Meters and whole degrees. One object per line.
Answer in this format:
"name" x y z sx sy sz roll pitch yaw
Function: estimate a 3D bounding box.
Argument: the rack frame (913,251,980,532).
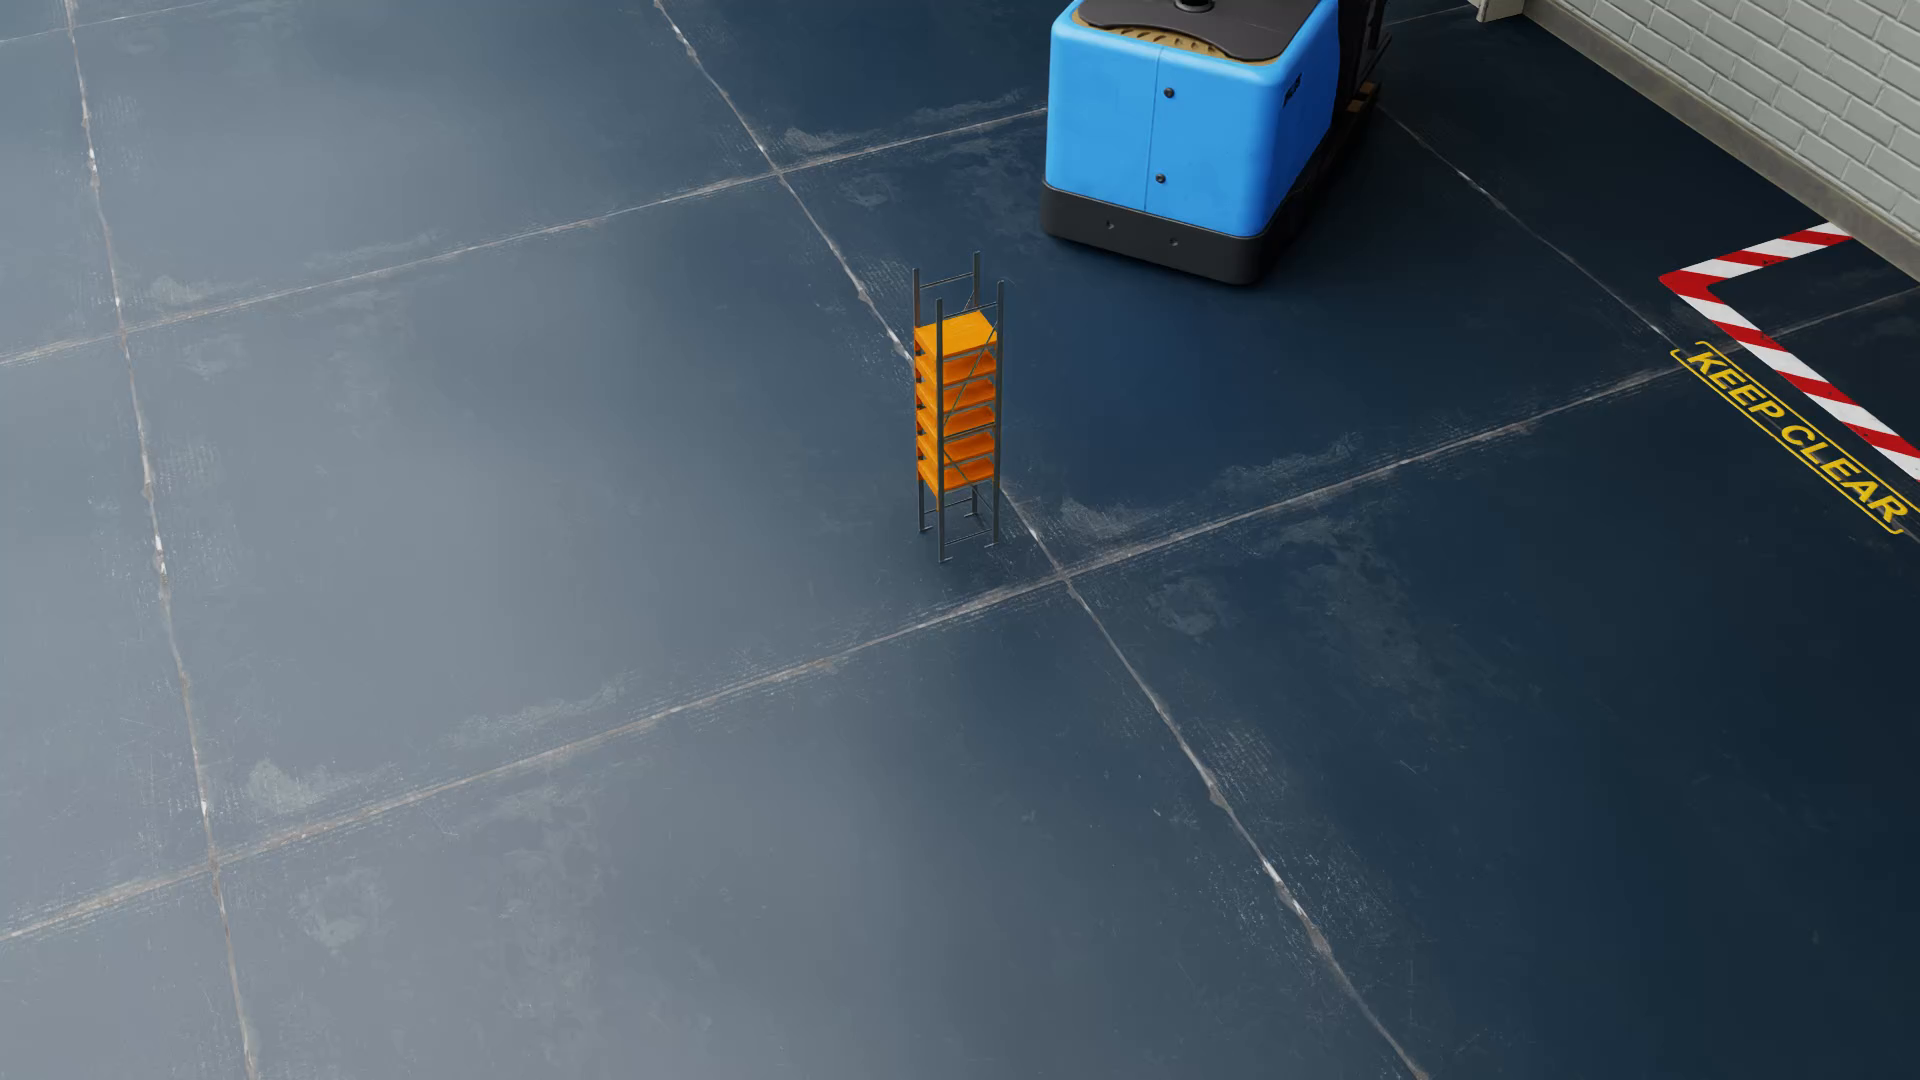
"rack frame" -0.045 -0.495 5.897 0.240 1.200 0.006 -18 47 -17

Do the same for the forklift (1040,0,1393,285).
"forklift" 1.472 -3.200 7.406 1.130 2.935 3.031 19 48 18

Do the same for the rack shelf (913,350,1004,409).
"rack shelf" -0.006 -0.576 5.701 0.258 0.103 0.180 -18 47 -17

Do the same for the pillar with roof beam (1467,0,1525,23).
"pillar with roof beam" -0.986 -4.942 4.851 9.100 9.000 0.400 -18 47 -17

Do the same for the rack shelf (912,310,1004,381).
"rack shelf" -0.006 -0.661 5.616 0.258 0.103 0.180 -18 47 -17

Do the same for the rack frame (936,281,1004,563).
"rack frame" 0.032 -0.378 5.779 0.240 1.200 0.006 -18 47 -17

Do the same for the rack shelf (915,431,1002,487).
"rack shelf" -0.006 -0.319 5.953 0.258 0.103 0.180 -18 47 -17

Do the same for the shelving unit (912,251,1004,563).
"shelving unit" -0.006 -0.436 5.838 0.258 1.200 0.189 -18 47 -17

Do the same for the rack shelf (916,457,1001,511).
"rack shelf" -0.006 -0.234 6.038 0.258 0.103 0.180 -18 47 -17

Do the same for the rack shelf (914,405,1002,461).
"rack shelf" -0.006 -0.405 5.869 0.258 0.103 0.180 -18 47 -17

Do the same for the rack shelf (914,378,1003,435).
"rack shelf" -0.006 -0.490 5.785 0.258 0.103 0.180 -18 47 -17
